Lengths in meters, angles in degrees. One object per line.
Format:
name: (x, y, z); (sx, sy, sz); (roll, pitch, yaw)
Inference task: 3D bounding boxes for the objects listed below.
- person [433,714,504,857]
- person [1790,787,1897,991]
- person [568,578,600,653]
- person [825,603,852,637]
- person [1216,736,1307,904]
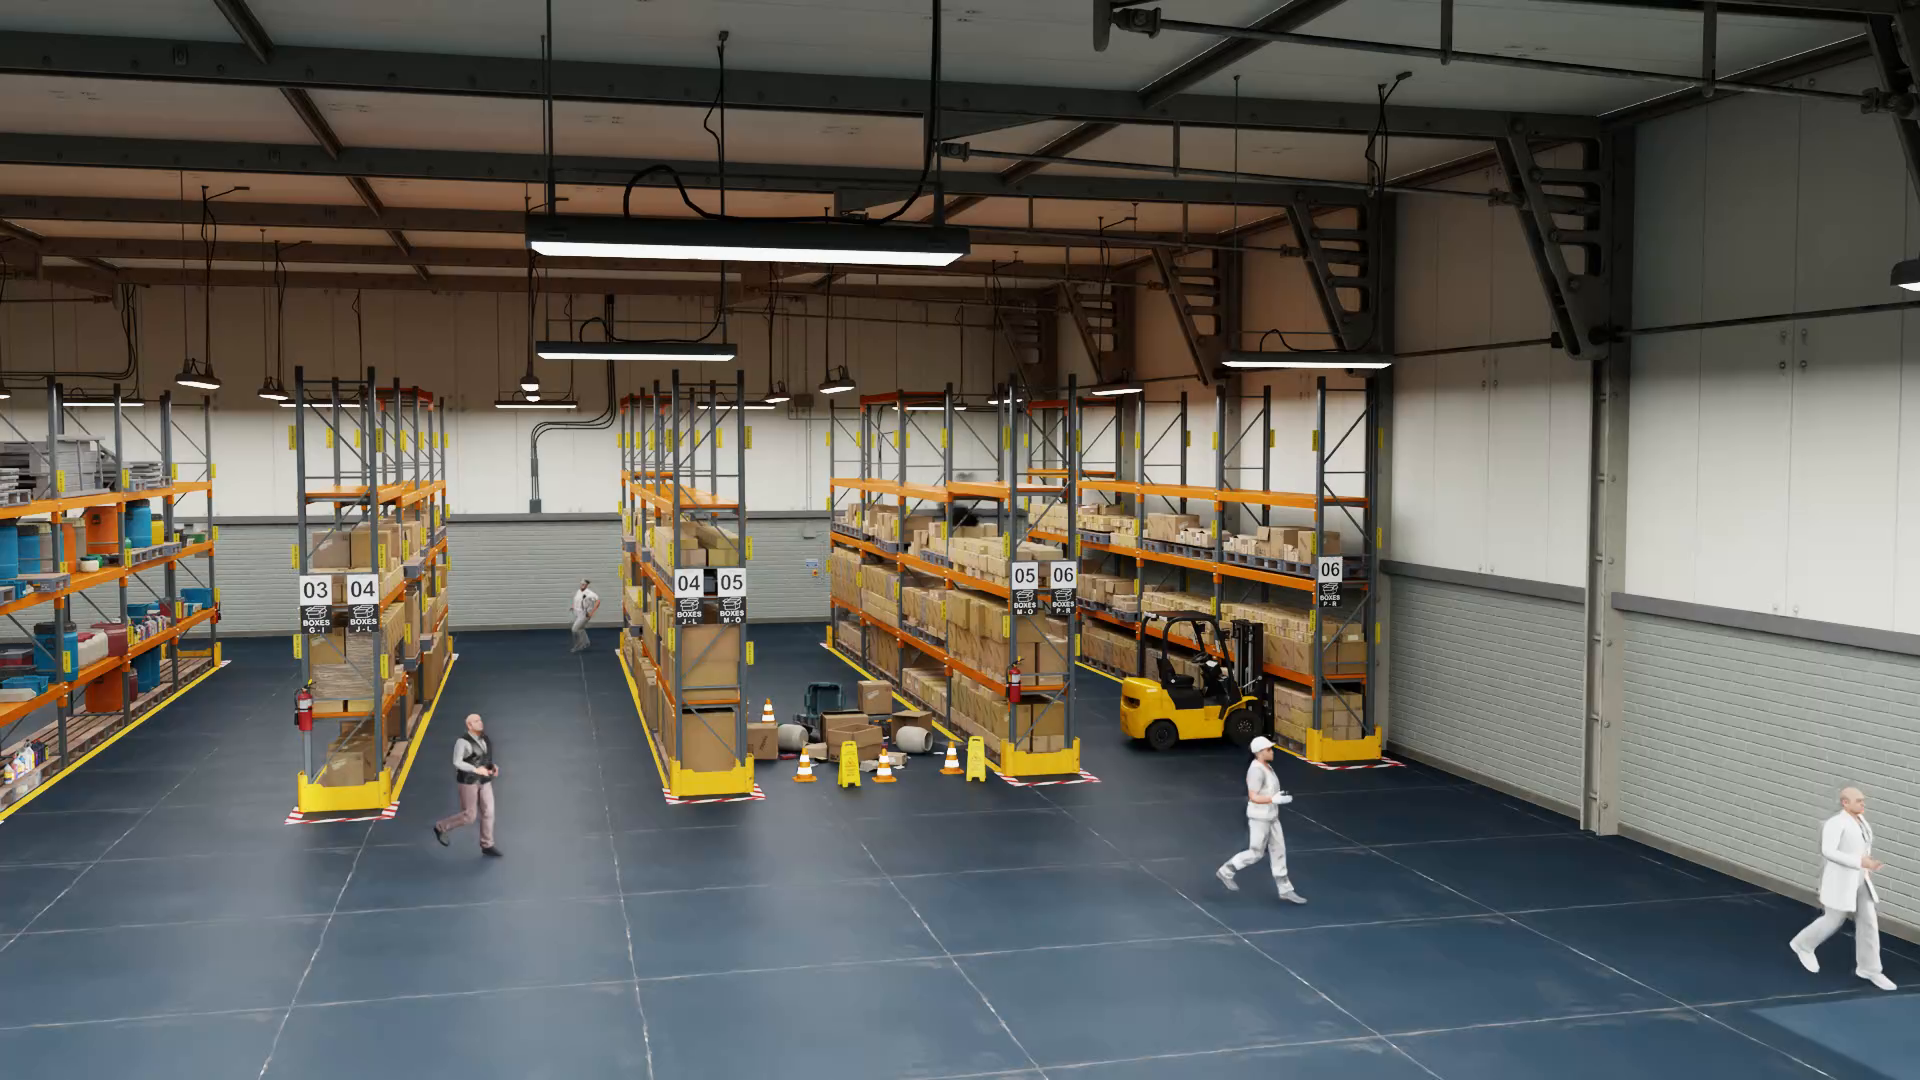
person: (-5.912, 2.955, 20.132); (0.889, 1.725, 0.670); (1, 4, 23)
person: (8.205, 3.176, 15.419); (0.736, 1.800, 0.953); (-2, 4, -31)
person: (-8.914, 1.799, 39.376); (0.735, 1.808, 0.696); (3, 5, 43)
person: (-3.022, 1.621, 41.759); (0.939, 1.718, 0.701); (1, 4, 21)
person: (3.264, 3.012, 17.981); (0.987, 1.786, 0.656); (2, 4, 27)
